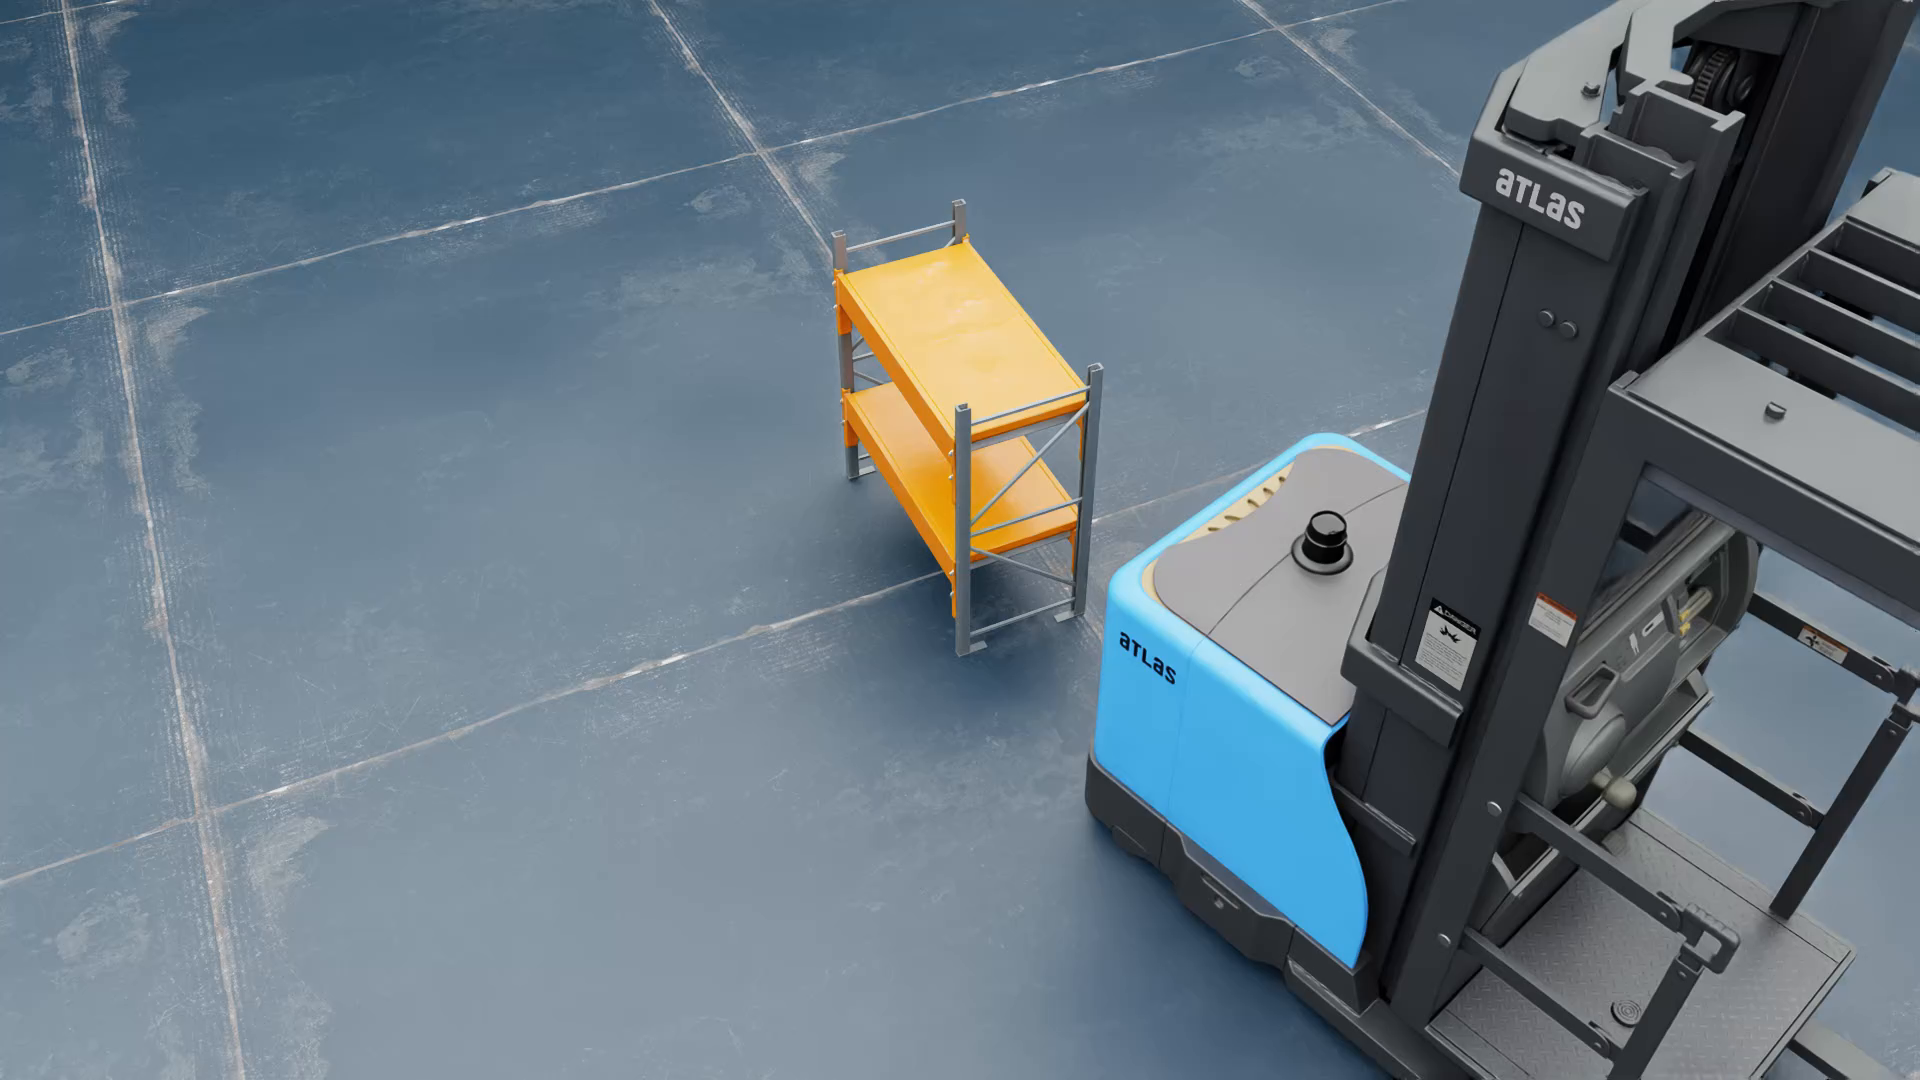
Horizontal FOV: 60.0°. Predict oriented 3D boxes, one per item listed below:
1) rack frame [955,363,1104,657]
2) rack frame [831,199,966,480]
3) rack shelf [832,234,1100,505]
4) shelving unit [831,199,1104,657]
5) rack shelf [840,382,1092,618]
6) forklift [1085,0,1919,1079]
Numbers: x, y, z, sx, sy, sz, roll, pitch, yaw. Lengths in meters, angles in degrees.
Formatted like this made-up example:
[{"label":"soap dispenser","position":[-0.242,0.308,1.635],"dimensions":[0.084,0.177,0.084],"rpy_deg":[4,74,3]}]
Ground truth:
[{"label":"rack frame","position":[0.217,-0.072,5.522],"dimensions":[0.500,1.125,0.032],"rpy_deg":[-18,47,-17]},{"label":"rack frame","position":[-0.211,-0.720,6.179],"dimensions":[0.500,1.125,0.032],"rpy_deg":[-18,47,-17]},{"label":"rack shelf","position":[0.003,-0.604,5.645],"dimensions":[0.538,0.278,1.000],"rpy_deg":[-18,47,-17]},{"label":"shelving unit","position":[0.003,-0.396,5.851],"dimensions":[0.538,1.125,1.048],"rpy_deg":[-18,47,-17]},{"label":"rack shelf","position":[0.003,-0.222,6.022],"dimensions":[0.538,0.278,1.000],"rpy_deg":[-18,47,-17]},{"label":"forklift","position":[1.768,0.356,3.802],"dimensions":[1.130,2.935,3.031],"rpy_deg":[-33,53,-29]}]
